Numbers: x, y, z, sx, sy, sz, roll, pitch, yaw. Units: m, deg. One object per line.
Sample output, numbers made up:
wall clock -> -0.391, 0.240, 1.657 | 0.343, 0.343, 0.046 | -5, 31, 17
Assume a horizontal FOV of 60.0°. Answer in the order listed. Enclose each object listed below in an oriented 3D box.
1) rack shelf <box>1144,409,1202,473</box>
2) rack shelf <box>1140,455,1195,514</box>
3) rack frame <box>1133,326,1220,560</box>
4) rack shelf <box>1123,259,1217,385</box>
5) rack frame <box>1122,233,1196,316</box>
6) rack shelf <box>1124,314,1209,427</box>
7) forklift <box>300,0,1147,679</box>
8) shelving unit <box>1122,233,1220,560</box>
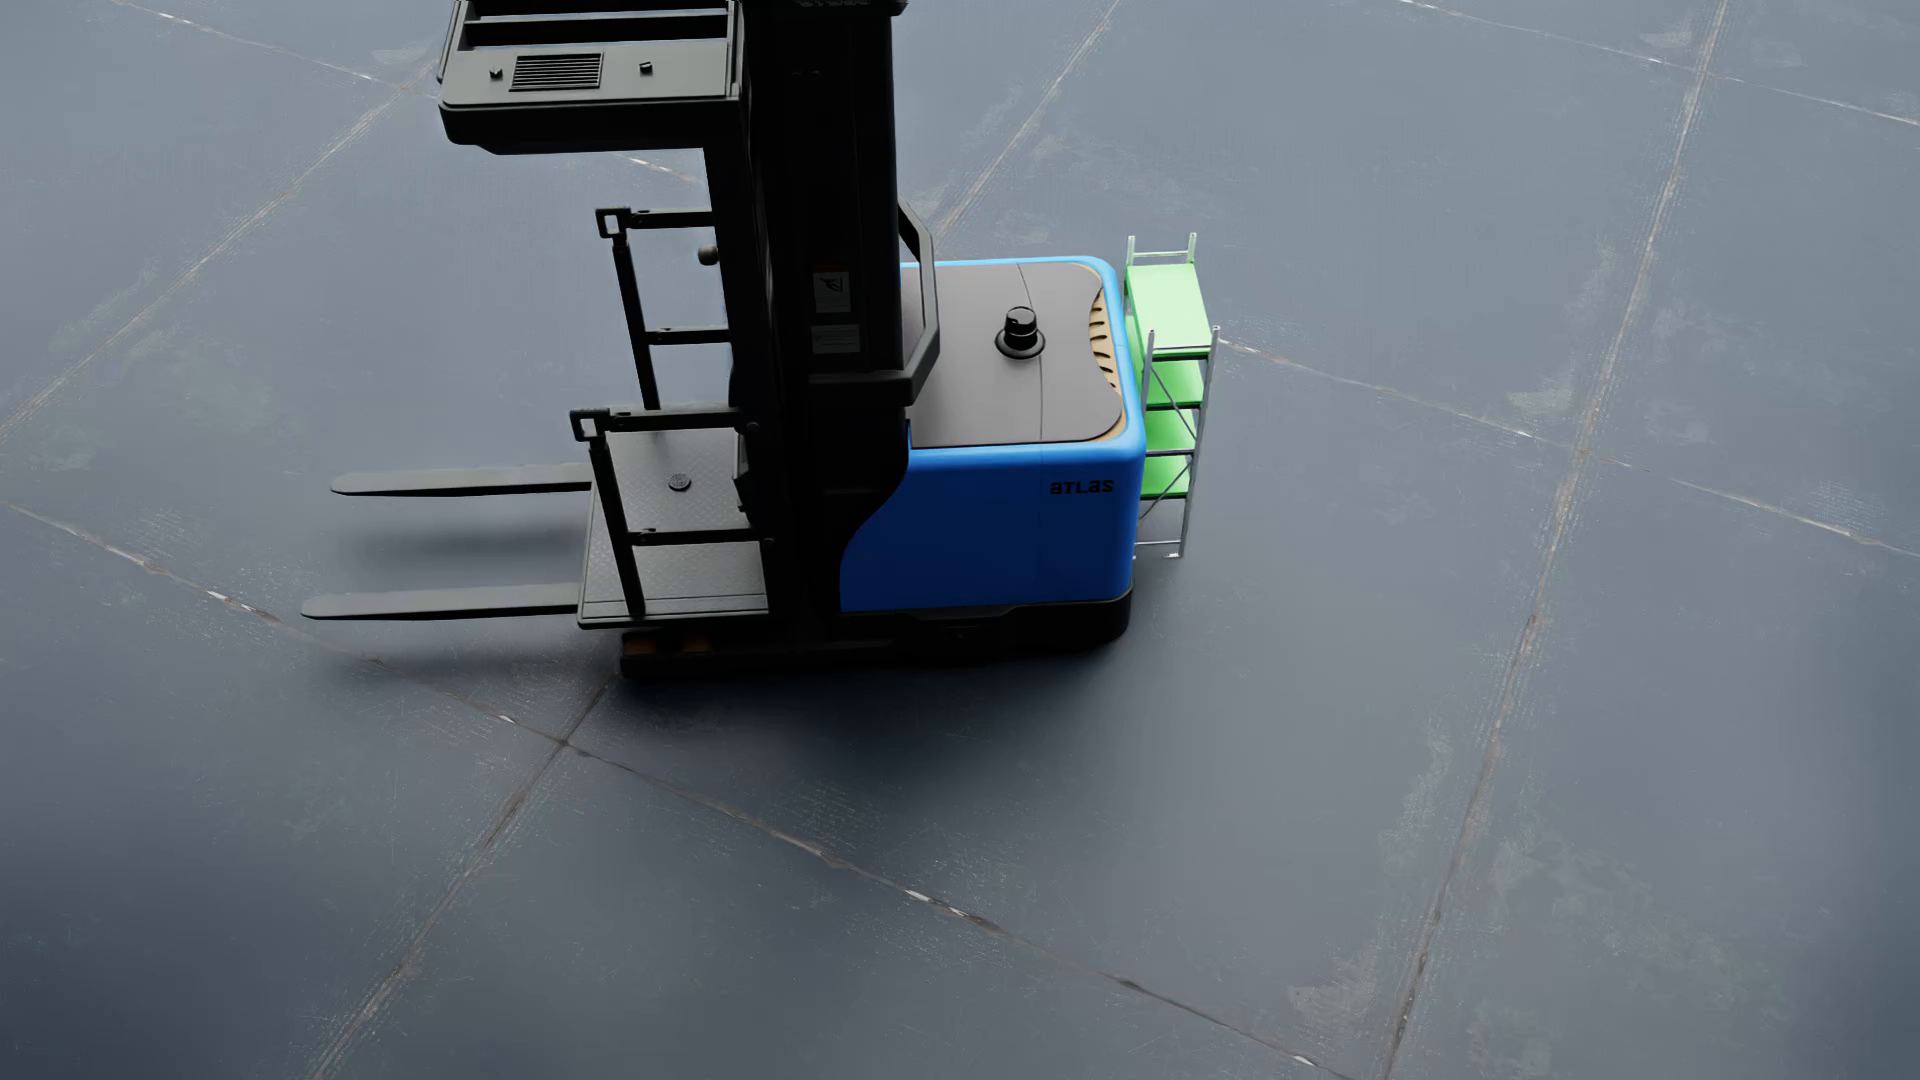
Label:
rack shelf -> 0.738, -0.465, 6.257 | 0.258, 0.148, 0.480 | -3, 50, -3
rack shelf -> 0.738, -0.310, 6.440 | 0.258, 0.148, 0.480 | -3, 50, -3
rack frame -> 0.755, -0.321, 6.051 | 0.240, 1.200, 0.015 | -3, 50, -3
rack shelf -> 0.738, -0.776, 5.891 | 0.258, 0.148, 0.480 | -3, 50, -3
rack frame -> 0.720, -0.692, 6.366 | 0.240, 1.200, 0.015 | -3, 50, -3
rack shelf -> 0.738, -0.621, 6.074 | 0.258, 0.148, 0.480 | -3, 50, -3
forklift -> -0.907, -0.858, 5.371 | 3.031, 2.935, 1.130 | -3, 50, -2
shelving unit -> 0.738, -0.507, 6.208 | 0.258, 1.200, 0.503 | -3, 50, -3
